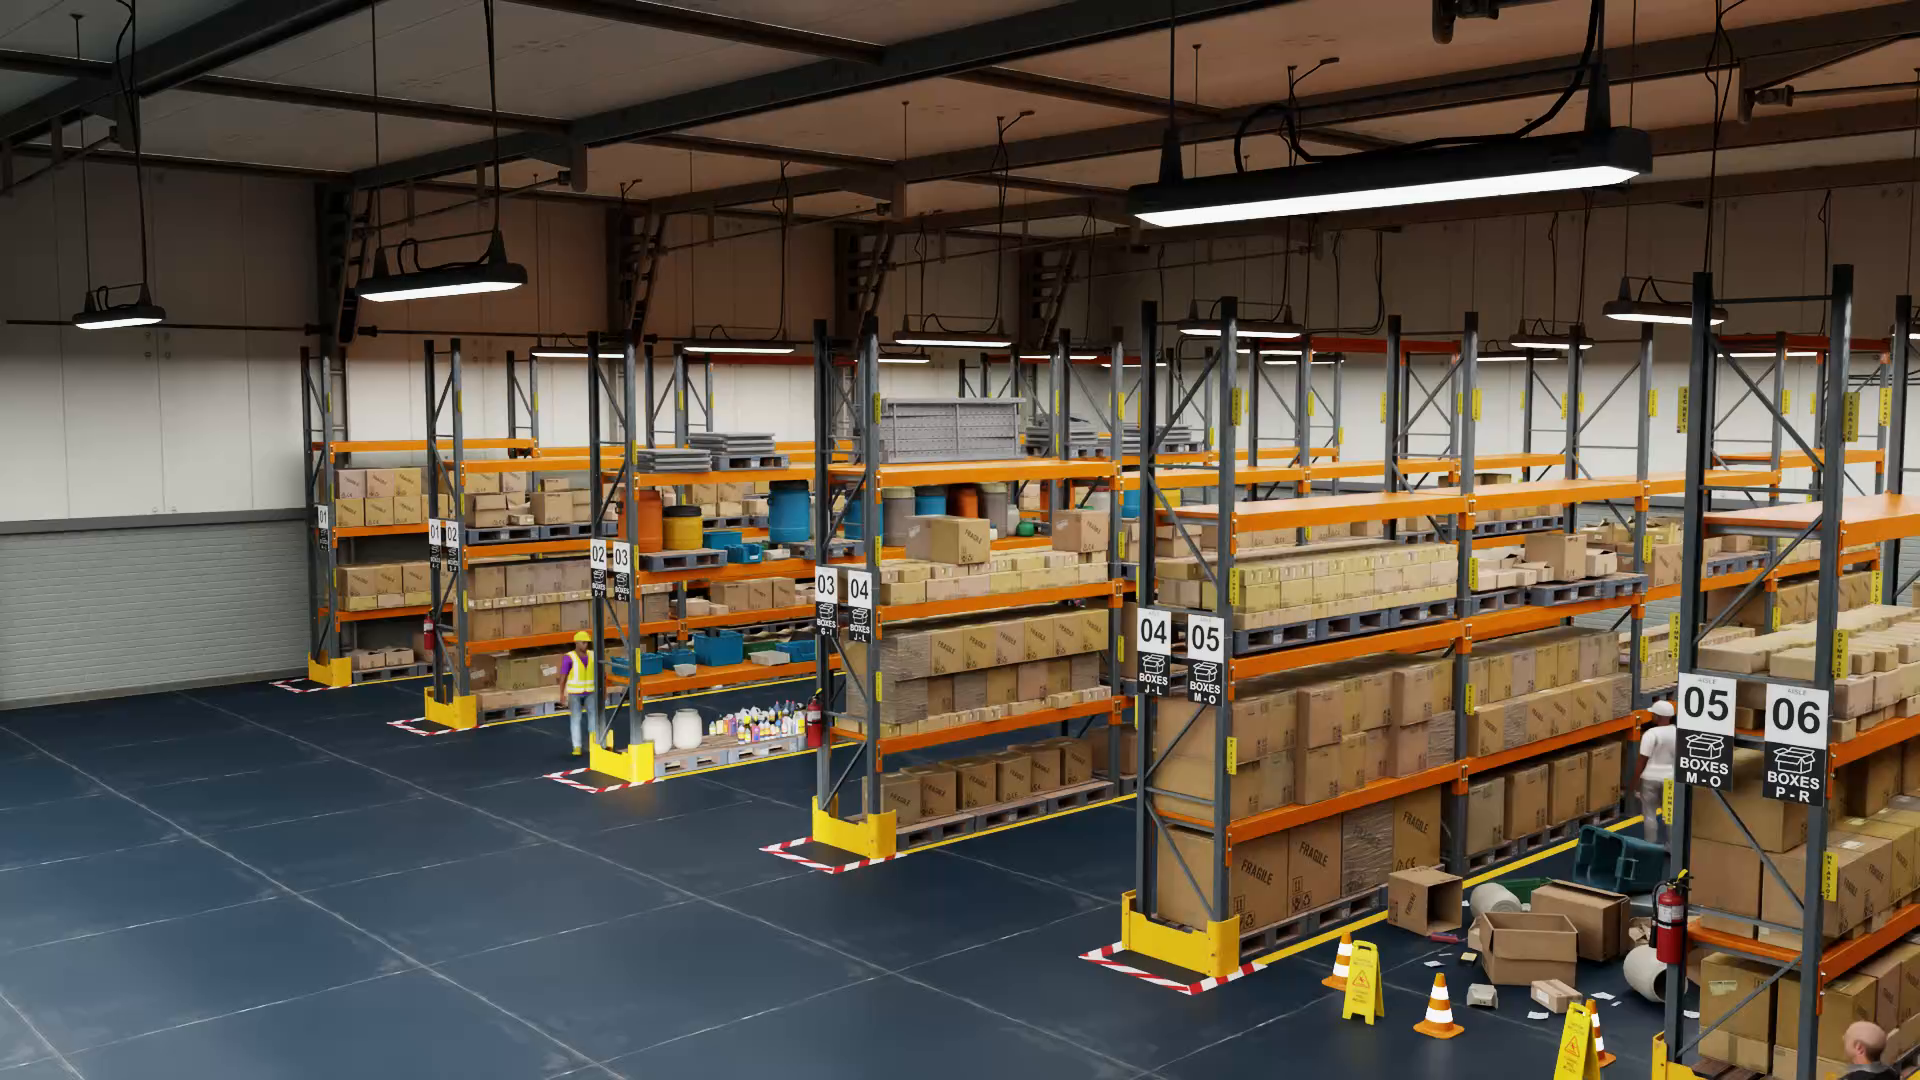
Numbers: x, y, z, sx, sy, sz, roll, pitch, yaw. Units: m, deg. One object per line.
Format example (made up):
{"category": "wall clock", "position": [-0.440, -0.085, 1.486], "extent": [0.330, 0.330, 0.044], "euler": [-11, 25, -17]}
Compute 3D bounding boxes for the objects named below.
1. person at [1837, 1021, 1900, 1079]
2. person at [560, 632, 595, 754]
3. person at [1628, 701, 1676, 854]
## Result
{"category": "person", "position": [4.994, 3.514, 9.248], "extent": [0.983, 1.696, 0.510], "euler": [3, 6, 31]}
{"category": "person", "position": [-5.405, 2.212, 23.780], "extent": [0.623, 1.796, 0.442], "euler": [-4, 6, -35]}
{"category": "person", "position": [7.764, 2.658, 18.560], "extent": [0.624, 1.766, 0.518], "euler": [0, 5, -1]}
